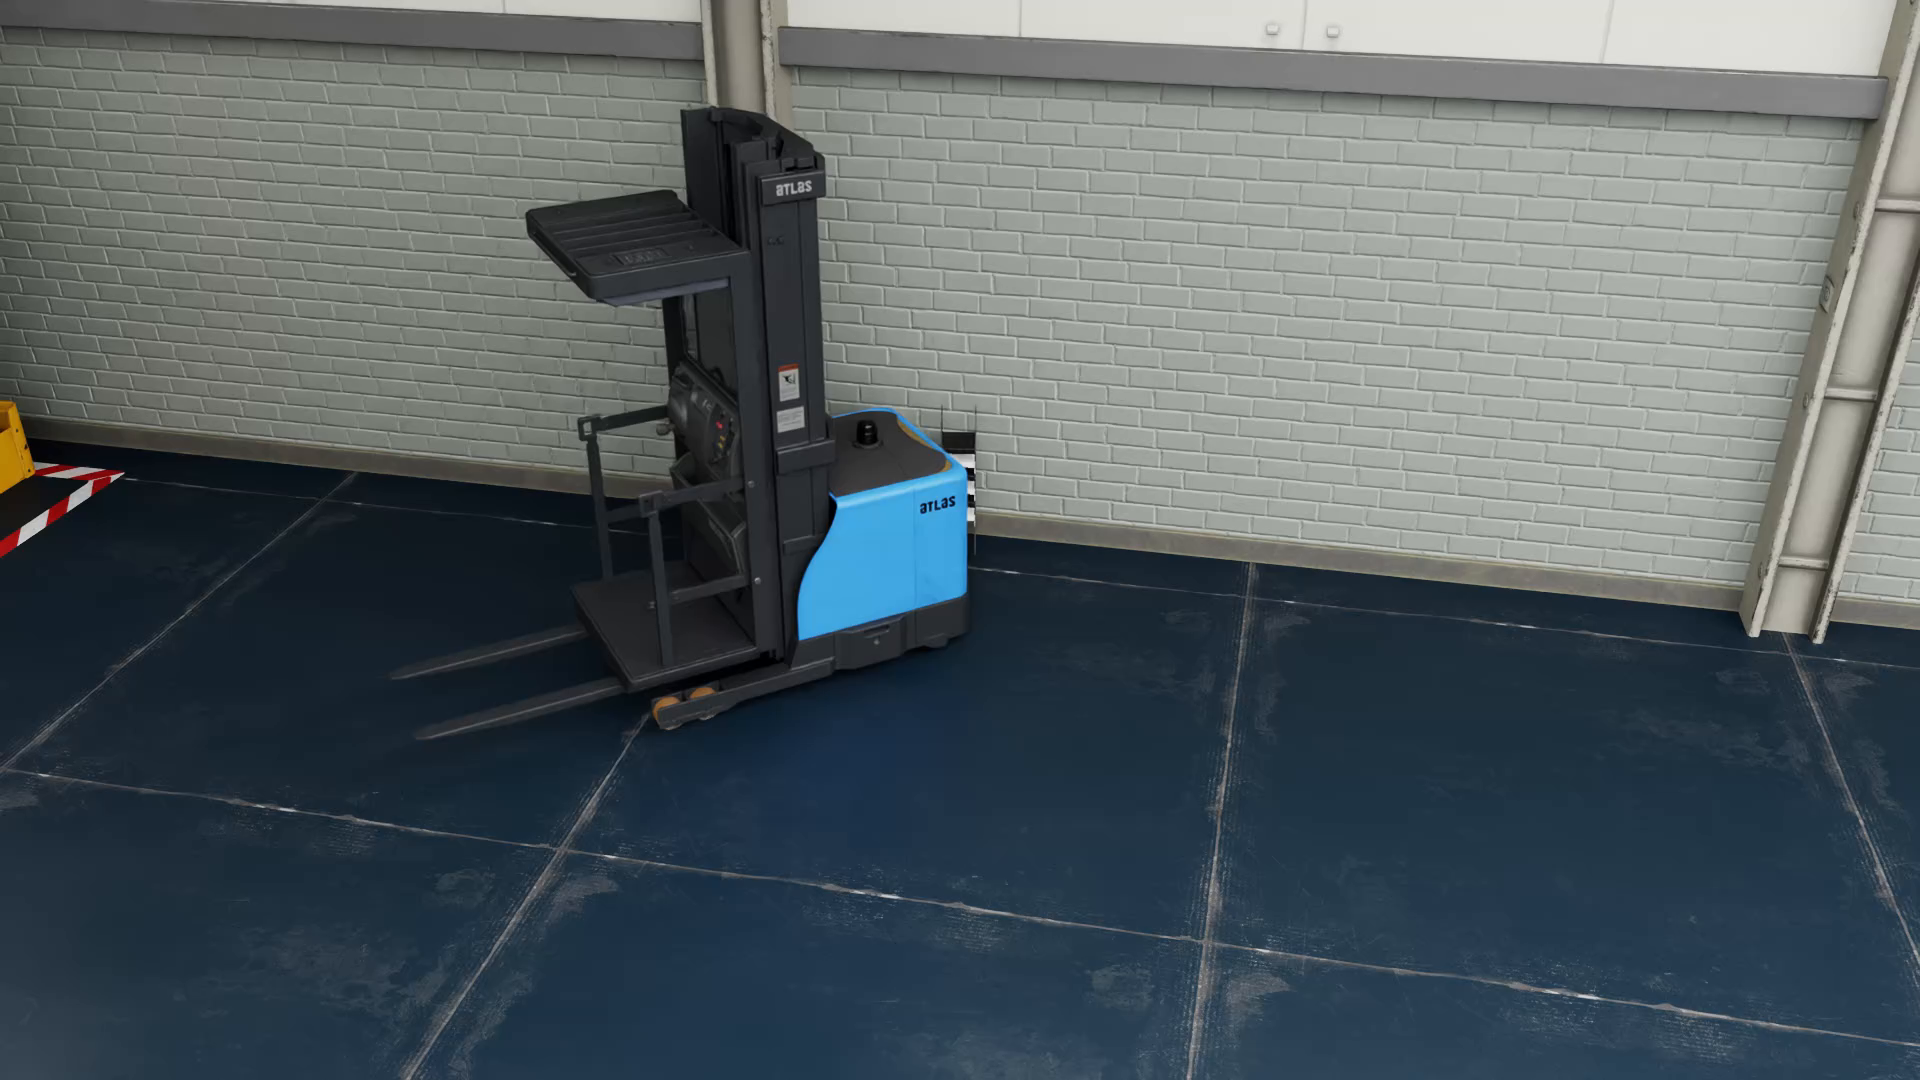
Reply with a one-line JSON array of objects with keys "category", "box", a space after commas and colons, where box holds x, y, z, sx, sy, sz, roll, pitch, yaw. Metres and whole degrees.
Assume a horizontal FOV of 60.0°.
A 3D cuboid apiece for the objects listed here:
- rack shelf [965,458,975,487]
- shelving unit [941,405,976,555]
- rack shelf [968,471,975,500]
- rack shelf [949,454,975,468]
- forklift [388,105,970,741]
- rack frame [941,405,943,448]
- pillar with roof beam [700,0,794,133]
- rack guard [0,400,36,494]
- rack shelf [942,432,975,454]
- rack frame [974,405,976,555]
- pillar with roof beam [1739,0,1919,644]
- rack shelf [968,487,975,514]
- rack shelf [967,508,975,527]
[{"category": "rack shelf", "box": [-0.008, -0.412, 10.109, 0.200, 0.077, 0.258, 0, 29, 0]}, {"category": "shelving unit", "box": [-0.008, -0.362, 10.136, 0.210, 0.900, 0.258, 0, 29, 0]}, {"category": "rack shelf", "box": [-0.008, -0.333, 10.152, 0.200, 0.077, 0.258, 0, 29, 0]}, {"category": "rack shelf", "box": [-0.008, -0.491, 10.066, 0.200, 0.077, 0.258, 0, 29, 0]}, {"category": "forklift", "box": [-1.490, -0.593, 8.444, 3.031, 2.935, 1.130, -14, 32, -24]}, {"category": "rack frame", "box": [-0.110, -0.362, 10.136, 0.006, 0.900, 0.240, 0, 29, 0]}, {"category": "pillar with roof beam", "box": [-2.077, -2.036, 4.760, 0.400, 9.000, 9.100, 6, 29, 11]}, {"category": "rack guard", "box": [-6.529, -0.436, 10.688, 0.348, 0.500, 1.175, 6, 29, 11]}, {"category": "rack shelf", "box": [-0.008, -0.570, 10.022, 0.200, 0.077, 0.258, 0, 29, 0]}, {"category": "rack frame", "box": [0.093, -0.362, 10.136, 0.006, 0.900, 0.240, 0, 29, 0]}, {"category": "pillar with roof beam", "box": [3.791, -1.434, 3.661, 0.400, 9.000, 9.100, 6, 29, 11]}, {"category": "rack shelf", "box": [-0.008, -0.254, 10.195, 0.200, 0.077, 0.258, 0, 29, 0]}, {"category": "rack shelf", "box": [-0.008, -0.175, 10.238, 0.200, 0.077, 0.258, 0, 29, 0]}]
